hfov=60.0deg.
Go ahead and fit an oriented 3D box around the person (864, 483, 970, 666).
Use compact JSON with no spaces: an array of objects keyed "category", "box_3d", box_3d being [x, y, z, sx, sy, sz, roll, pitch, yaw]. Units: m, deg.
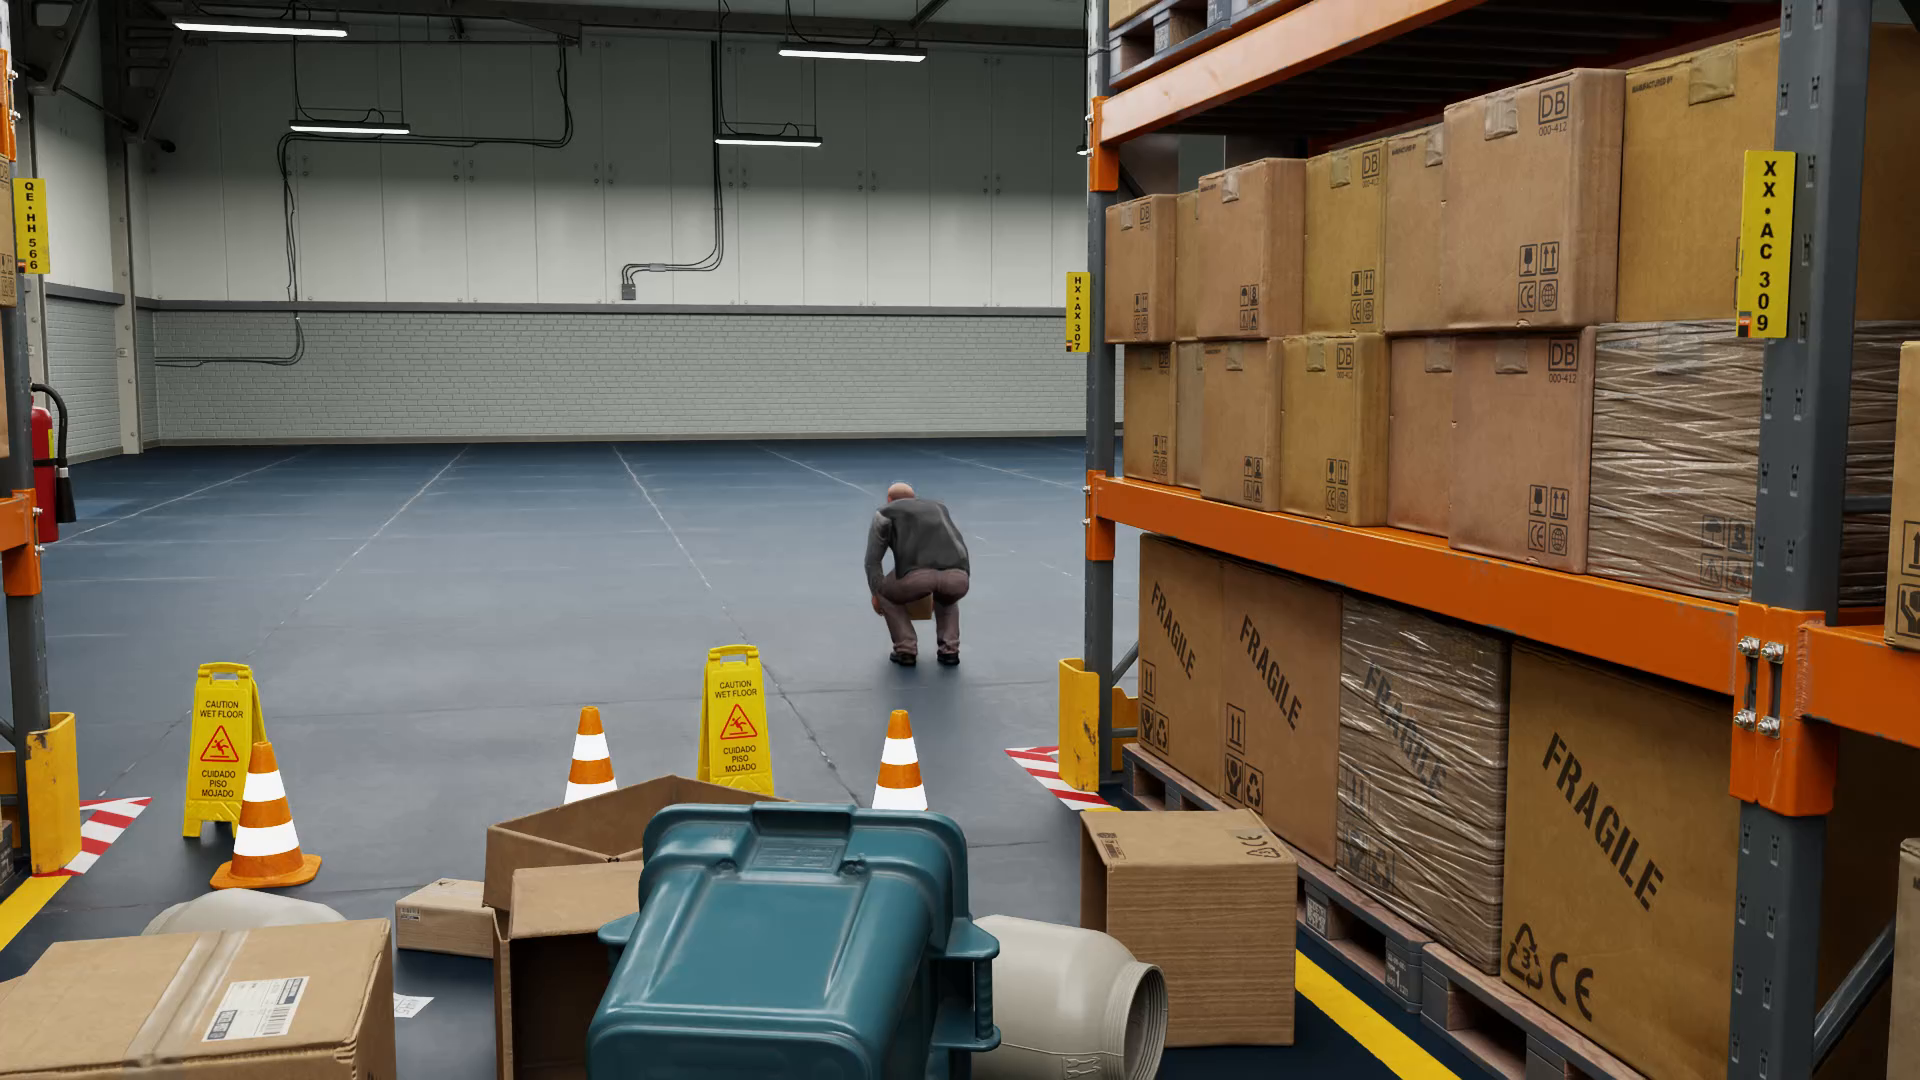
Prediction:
[{"category":"person","box_3d":[-0.261,0.207,9.900,0.553,1.032,0.846,-2,6,-14]}]
